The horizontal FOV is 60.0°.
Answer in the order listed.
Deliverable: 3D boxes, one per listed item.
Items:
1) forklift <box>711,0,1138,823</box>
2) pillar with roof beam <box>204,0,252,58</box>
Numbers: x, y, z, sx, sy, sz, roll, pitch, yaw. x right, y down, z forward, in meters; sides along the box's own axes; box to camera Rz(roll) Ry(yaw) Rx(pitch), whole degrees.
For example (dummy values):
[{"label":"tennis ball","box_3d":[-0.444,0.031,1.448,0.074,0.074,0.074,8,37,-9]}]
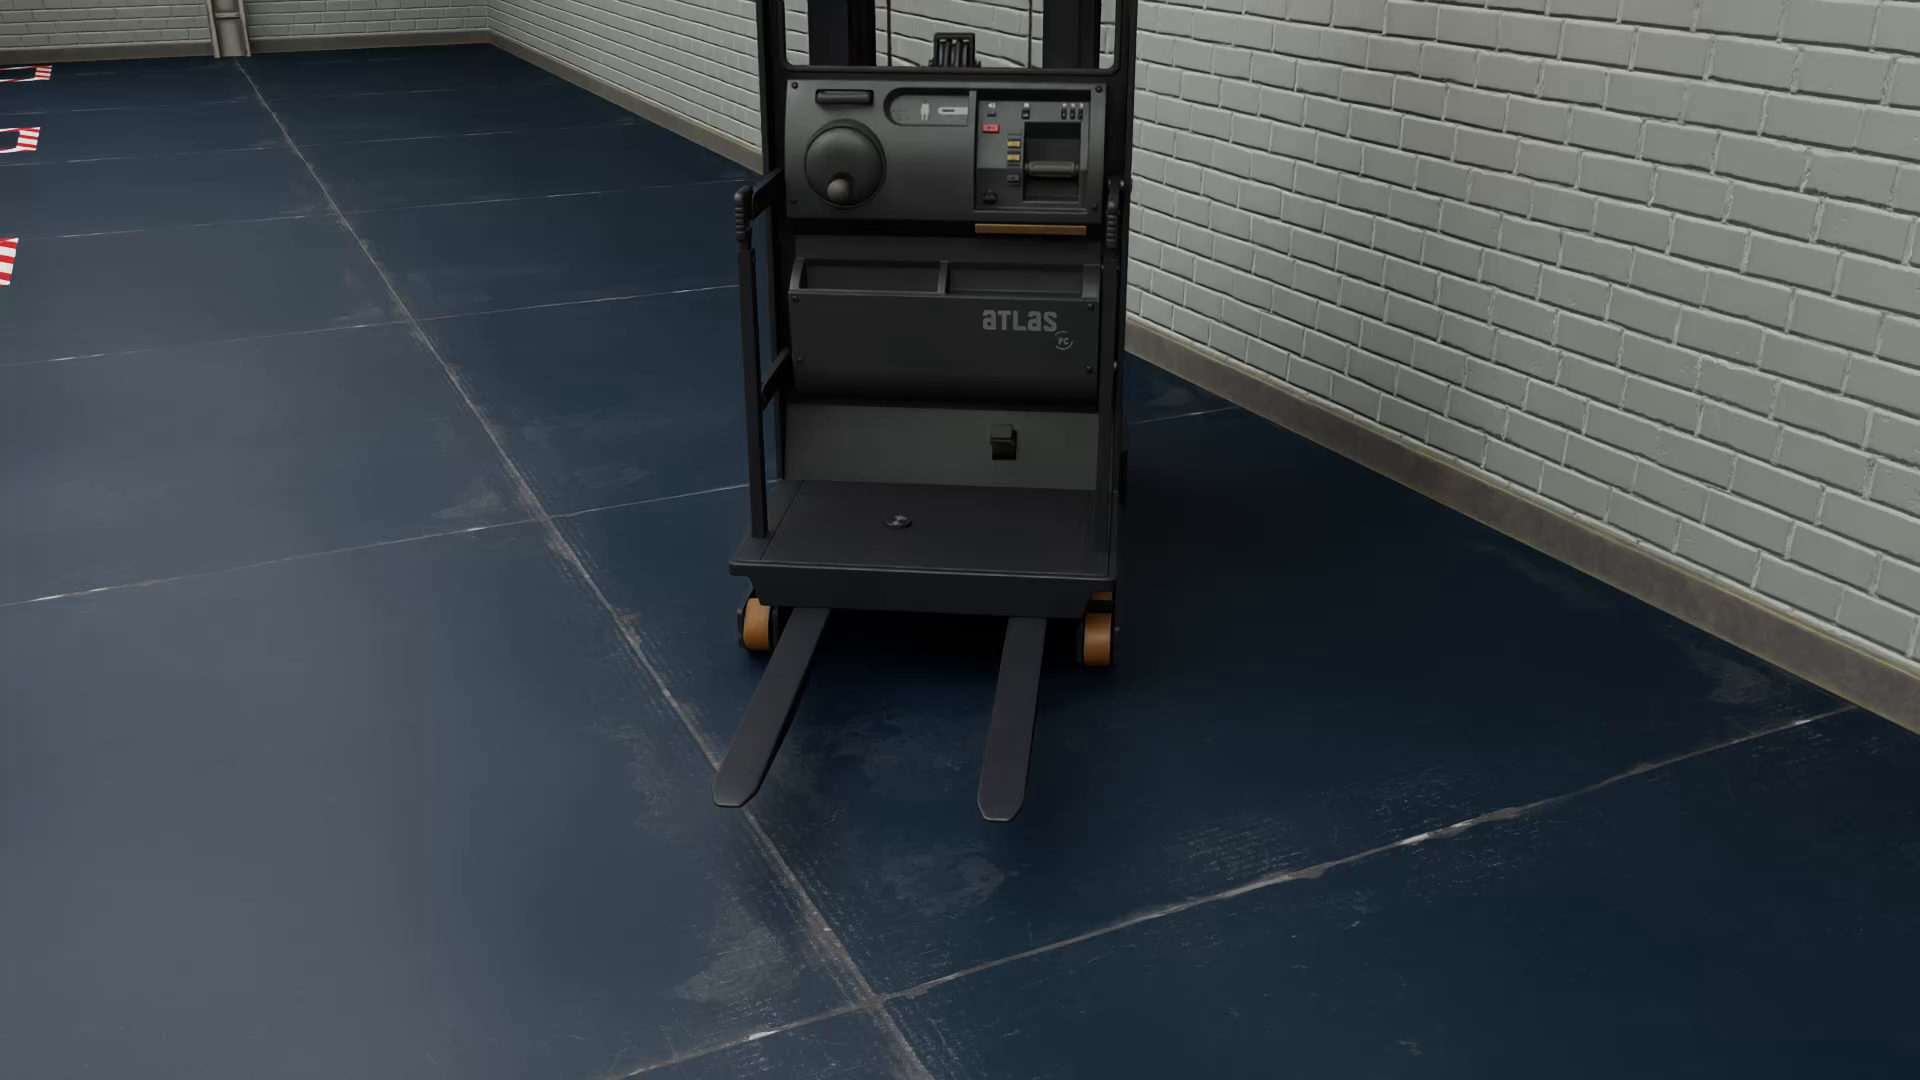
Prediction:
[{"label":"forklift","box_3d":[-0.064,-1.117,4.617,1.130,2.935,3.031,2,23,5]},{"label":"pillar with roof beam","box_3d":[-6.628,-8.332,14.113,0.400,9.000,9.100,-10,25,-24]}]
